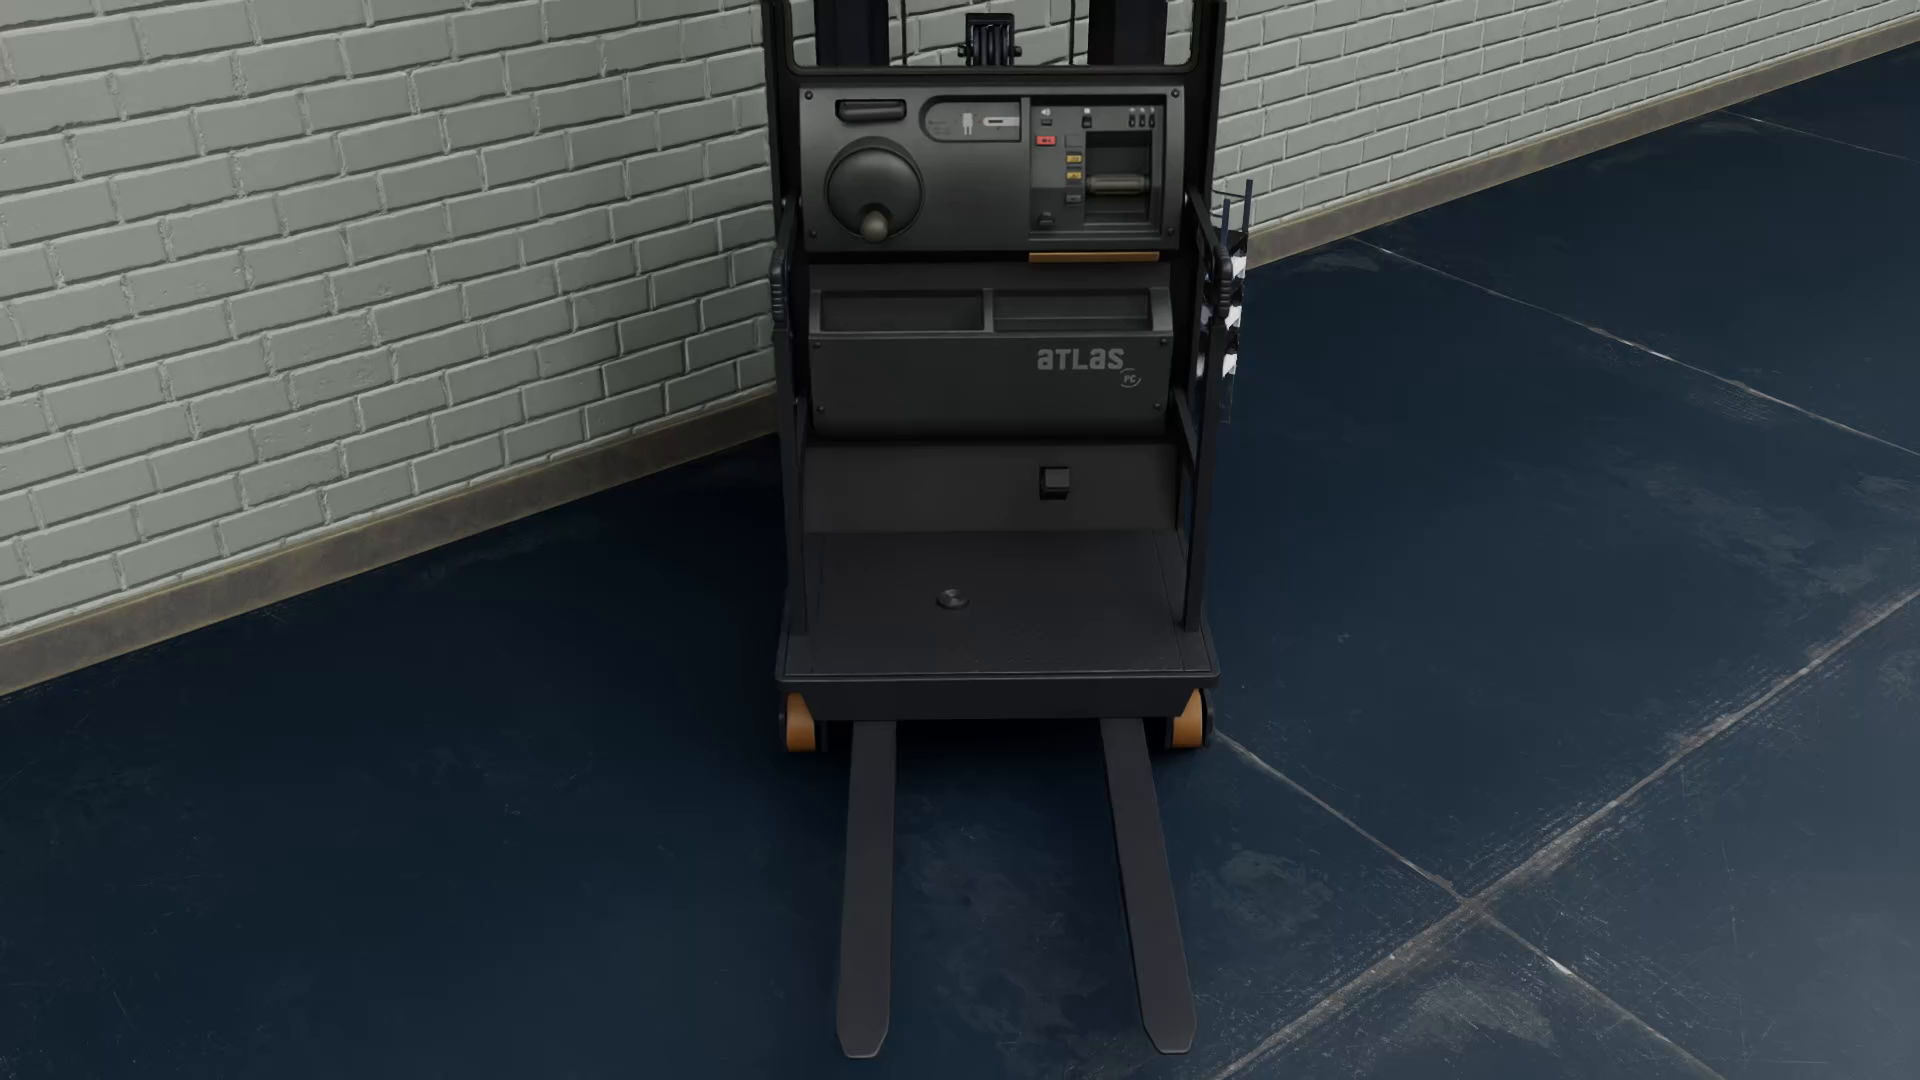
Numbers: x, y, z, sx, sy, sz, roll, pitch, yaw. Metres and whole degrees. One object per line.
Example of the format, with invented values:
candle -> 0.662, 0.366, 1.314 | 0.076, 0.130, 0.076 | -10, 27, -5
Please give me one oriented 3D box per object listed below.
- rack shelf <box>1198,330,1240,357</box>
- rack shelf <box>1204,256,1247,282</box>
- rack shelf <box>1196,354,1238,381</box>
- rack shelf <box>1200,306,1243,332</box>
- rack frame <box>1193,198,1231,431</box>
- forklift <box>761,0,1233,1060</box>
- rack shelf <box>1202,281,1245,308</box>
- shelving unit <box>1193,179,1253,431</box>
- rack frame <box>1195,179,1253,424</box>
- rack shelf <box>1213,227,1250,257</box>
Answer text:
rack shelf -> 0.804, -0.673, 5.715 | 0.258, 0.077, 0.200 | 16, 35, 24
rack shelf -> 0.804, -0.903, 5.573 | 0.258, 0.077, 0.200 | 16, 35, 24
rack shelf -> 0.804, -0.597, 5.763 | 0.258, 0.077, 0.200 | 16, 35, 24
rack shelf -> 0.804, -0.750, 5.668 | 0.258, 0.077, 0.200 | 16, 35, 24
rack frame -> 0.755, -0.731, 5.574 | 0.240, 0.900, 0.006 | 16, 35, 24
forklift -> 0.084, -0.856, 3.851 | 1.130, 2.935, 3.031 | -1, 32, -1
rack shelf -> 0.804, -0.826, 5.620 | 0.258, 0.077, 0.200 | 16, 35, 24
shelving unit -> 0.804, -0.778, 5.650 | 0.258, 0.900, 0.210 | 16, 35, 24
rack frame -> 0.853, -0.825, 5.726 | 0.240, 0.900, 0.006 | 16, 35, 24
rack shelf -> 0.804, -0.979, 5.525 | 0.258, 0.077, 0.200 | 16, 35, 24
